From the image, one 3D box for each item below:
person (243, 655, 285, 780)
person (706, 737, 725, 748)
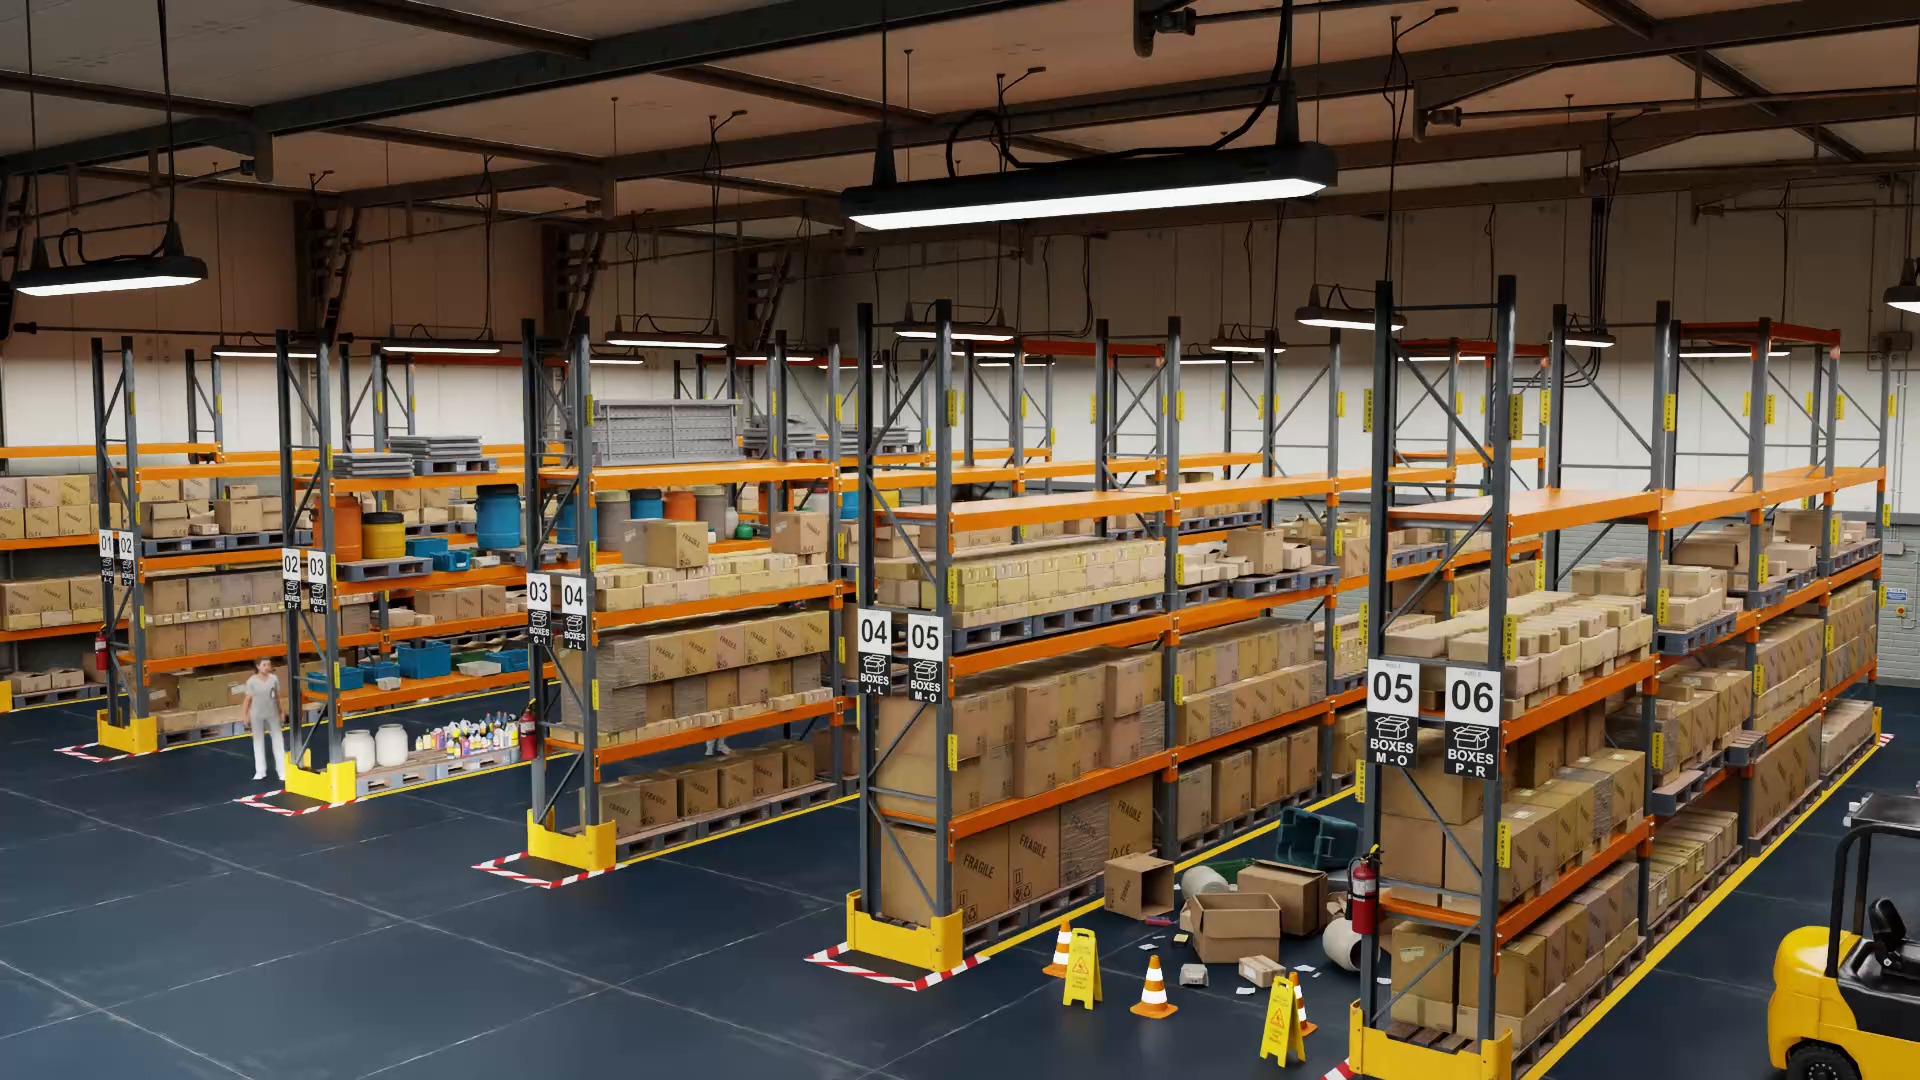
[{"bbox_3d":[-9.362,2.406,22.398,0.516,1.700,0.423,-3,6,-33],"label":"person"},{"bbox_3d":[-3.508,2.210,23.914,0.580,1.618,0.330,-3,6,-34],"label":"person"}]
